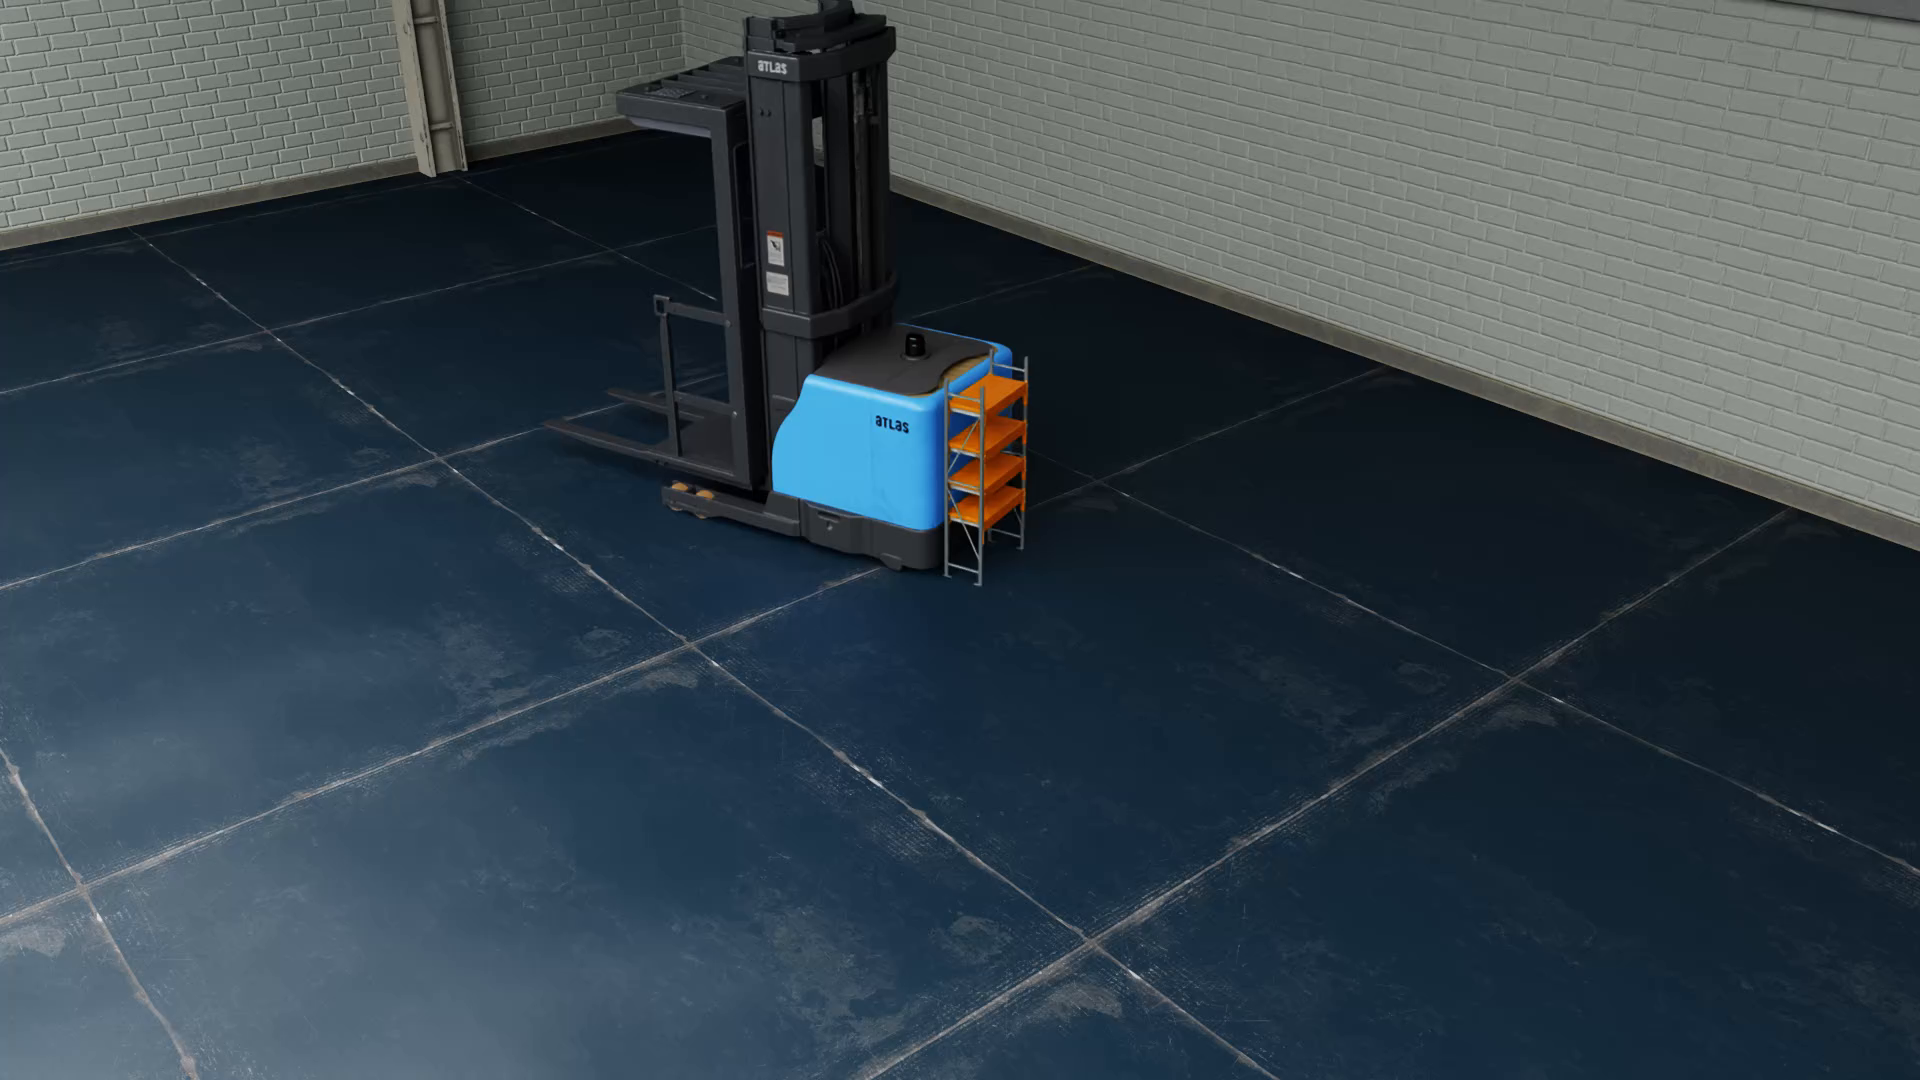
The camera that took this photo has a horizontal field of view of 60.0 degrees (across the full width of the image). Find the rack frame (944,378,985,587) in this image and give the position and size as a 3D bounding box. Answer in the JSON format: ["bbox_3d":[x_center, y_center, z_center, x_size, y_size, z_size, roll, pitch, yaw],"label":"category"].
[{"bbox_3d":[0.022,-0.299,9.035,0.240,1.200,0.015,16,32,26],"label":"rack frame"}]

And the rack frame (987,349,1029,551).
[{"bbox_3d":[0.269,-0.497,9.406,0.240,1.200,0.015,16,32,26],"label":"rack frame"}]

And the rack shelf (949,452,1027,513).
[{"bbox_3d":[0.145,-0.339,9.252,0.258,0.148,0.480,16,32,26],"label":"rack shelf"}]

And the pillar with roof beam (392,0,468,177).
[{"bbox_3d":[-2.393,-6.136,11.684,0.400,9.000,9.100,-22,35,-35],"label":"pillar with roof beam"}]

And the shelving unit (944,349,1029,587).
[{"bbox_3d":[0.145,-0.398,9.221,0.258,1.200,0.503,16,32,26],"label":"shelving unit"}]

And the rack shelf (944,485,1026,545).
[{"bbox_3d":[0.145,-0.164,9.346,0.258,0.148,0.480,16,32,26],"label":"rack shelf"}]

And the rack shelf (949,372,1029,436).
[{"bbox_3d":[0.146,-0.744,9.035,0.258,0.148,0.480,16,32,26],"label":"rack shelf"}]

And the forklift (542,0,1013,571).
[{"bbox_3d":[-1.213,-1.619,9.670,3.031,2.935,1.130,15,32,26],"label":"forklift"}]

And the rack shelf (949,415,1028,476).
[{"bbox_3d":[0.146,-0.536,9.147,0.258,0.148,0.480,16,32,26],"label":"rack shelf"}]
